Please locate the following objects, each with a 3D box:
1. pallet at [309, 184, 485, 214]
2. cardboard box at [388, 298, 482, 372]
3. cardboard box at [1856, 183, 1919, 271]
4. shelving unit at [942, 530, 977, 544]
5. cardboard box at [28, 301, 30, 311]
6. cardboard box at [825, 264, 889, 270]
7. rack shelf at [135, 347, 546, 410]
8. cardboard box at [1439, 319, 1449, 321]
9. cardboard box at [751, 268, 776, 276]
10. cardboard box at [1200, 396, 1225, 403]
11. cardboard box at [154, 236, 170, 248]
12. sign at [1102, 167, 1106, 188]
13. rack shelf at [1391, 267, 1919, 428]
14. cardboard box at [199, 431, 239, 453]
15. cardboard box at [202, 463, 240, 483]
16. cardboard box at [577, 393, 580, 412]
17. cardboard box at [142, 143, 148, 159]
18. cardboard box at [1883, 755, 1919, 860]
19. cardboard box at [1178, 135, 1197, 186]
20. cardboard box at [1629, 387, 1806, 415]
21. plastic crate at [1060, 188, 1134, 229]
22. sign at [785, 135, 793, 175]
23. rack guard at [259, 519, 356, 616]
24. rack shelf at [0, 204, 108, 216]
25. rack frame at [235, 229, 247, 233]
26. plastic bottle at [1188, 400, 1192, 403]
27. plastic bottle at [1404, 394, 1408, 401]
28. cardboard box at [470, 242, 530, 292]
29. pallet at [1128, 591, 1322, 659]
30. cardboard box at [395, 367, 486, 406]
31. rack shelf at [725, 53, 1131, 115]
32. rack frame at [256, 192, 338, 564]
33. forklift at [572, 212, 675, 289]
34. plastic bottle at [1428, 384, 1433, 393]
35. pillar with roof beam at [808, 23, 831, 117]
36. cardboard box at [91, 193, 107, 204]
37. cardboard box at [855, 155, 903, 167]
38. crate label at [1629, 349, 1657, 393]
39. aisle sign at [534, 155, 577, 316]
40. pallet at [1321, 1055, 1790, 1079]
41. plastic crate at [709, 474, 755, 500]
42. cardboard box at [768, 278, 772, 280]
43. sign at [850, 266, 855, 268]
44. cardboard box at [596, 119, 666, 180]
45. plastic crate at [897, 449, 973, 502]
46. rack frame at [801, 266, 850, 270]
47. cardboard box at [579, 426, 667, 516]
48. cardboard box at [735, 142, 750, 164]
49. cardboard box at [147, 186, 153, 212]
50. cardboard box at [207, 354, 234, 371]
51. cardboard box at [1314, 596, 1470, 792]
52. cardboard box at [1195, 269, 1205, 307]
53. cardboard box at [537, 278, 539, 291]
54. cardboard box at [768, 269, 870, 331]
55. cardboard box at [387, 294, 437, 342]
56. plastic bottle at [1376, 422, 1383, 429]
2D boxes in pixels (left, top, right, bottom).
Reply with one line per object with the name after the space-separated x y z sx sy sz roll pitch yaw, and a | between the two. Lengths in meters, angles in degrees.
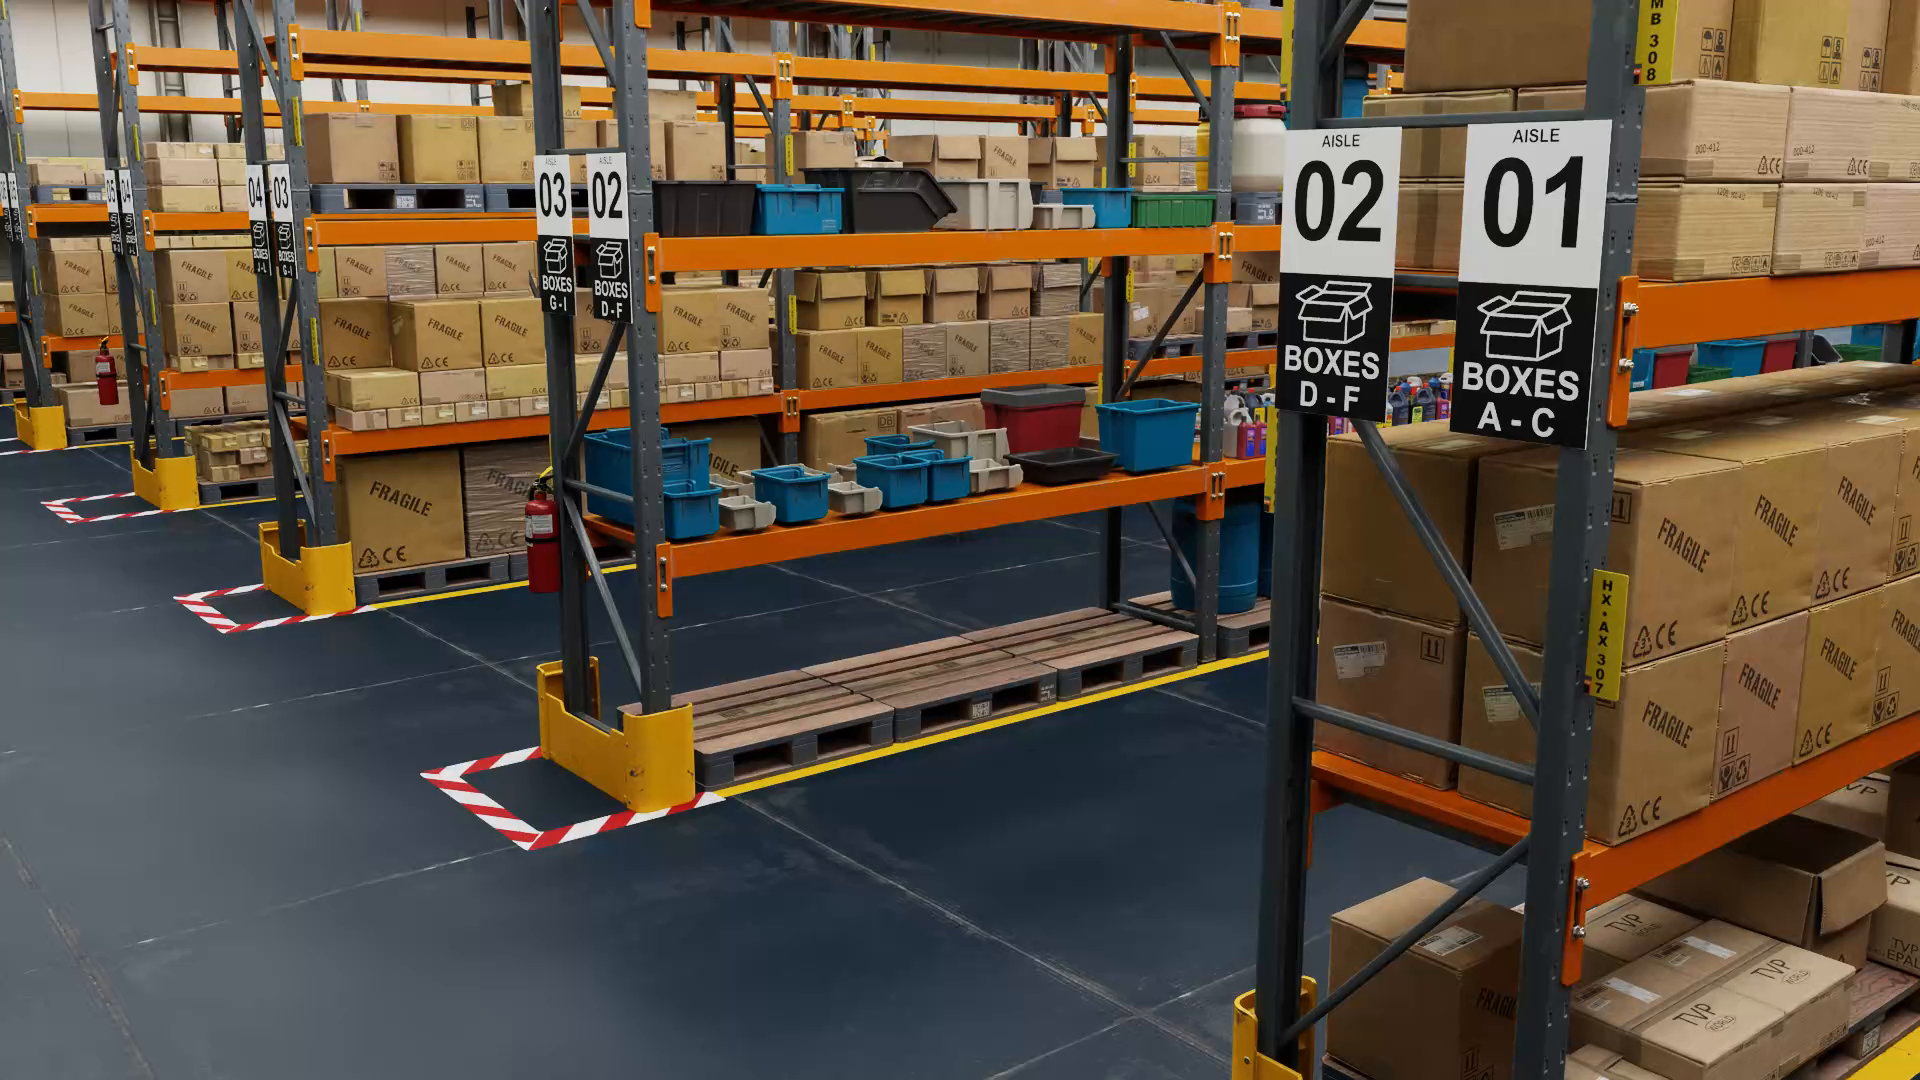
-4.326 -2.554 12.425 1.213 0.211 1.003 -9 15 -38 | pallet
-3.965 -1.554 12.565 0.500 0.500 0.500 -10 16 -39 | cardboard box
2.634 -0.972 5.123 0.500 0.250 0.500 -9 15 -38 | cardboard box
-0.006 -0.439 14.530 0.210 0.900 0.258 -9 15 -38 | shelving unit
-13.413 -3.399 24.020 0.250 0.149 0.380 -10 15 -38 | cardboard box
-1.315 -3.482 21.158 0.500 0.500 0.700 -10 15 -38 | cardboard box
-6.357 -1.757 17.413 4.000 0.370 1.077 -9 15 -38 | rack shelf
5.601 -2.972 20.447 0.500 0.500 0.875 -9 15 -38 | cardboard box
-3.139 -4.300 25.691 0.500 0.500 0.500 -10 16 -40 | cardboard box
2.722 -1.301 18.494 0.500 0.500 0.700 -8 14 -33 | cardboard box
-9.839 -3.636 20.321 0.250 0.149 0.380 -9 15 -37 | cardboard box
0.976 -2.309 11.036 0.005 0.325 0.100 -9 15 -38 | sign
2.848 -0.799 5.682 4.000 0.370 1.077 -9 15 -38 | rack shelf
-7.297 -0.964 16.368 0.250 0.149 0.380 -10 16 -40 | cardboard box
-7.310 -0.676 16.445 0.250 0.149 0.380 -9 15 -37 | cardboard box
-3.216 -1.101 13.198 0.250 0.149 0.380 -10 16 -39 | cardboard box
-7.843 -3.774 16.155 0.250 0.149 0.380 -10 15 -38 | cardboard box
4.142 1.184 6.790 0.500 0.500 0.500 -9 15 -38 | cardboard box
2.274 -3.915 17.179 0.500 0.500 0.500 -9 15 -37 | cardboard box
2.659 -0.265 6.008 0.500 0.500 0.500 -9 15 -36 | cardboard box
0.807 -1.963 9.833 0.300 0.233 0.416 -9 15 -38 | plastic crate
-1.428 -3.220 13.914 0.005 0.325 0.100 -9 15 -38 | sign
-4.918 0.194 12.511 0.348 0.500 1.175 -9 15 -38 | rack guard
-12.632 -4.819 24.610 4.000 0.370 1.077 -9 15 -38 | rack shelf
-11.070 -3.963 26.069 0.127 3.000 1.000 -9 15 -38 | rack frame
1.576 -0.831 11.603 0.133 0.283 0.061 -9 15 -38 | plastic bottle
3.213 -0.908 11.964 0.133 0.283 0.061 -9 15 -38 | plastic bottle
-4.993 -2.947 17.922 0.500 0.500 0.500 -10 16 -40 | cardboard box
1.947 0.523 11.656 1.213 0.211 1.003 -9 15 -38 | pallet
-3.954 -1.191 12.661 0.500 0.250 0.500 -10 15 -38 | cardboard box
-0.214 -4.197 15.426 4.000 0.370 1.077 -9 15 -38 | rack shelf
-4.899 -1.032 12.266 0.127 3.000 1.000 -9 15 -38 | rack frame
-2.952 -1.885 16.452 1.130 2.935 3.031 12 17 43 | forklift
3.718 -1.142 13.265 0.097 0.201 0.097 0 12 0 | plastic bottle
-0.117 -7.812 29.754 0.548 9.000 9.100 -9 15 -38 | pillar with roof beam
-12.542 -4.975 24.219 0.250 0.149 0.380 -9 15 -38 | cardboard box
-0.863 -3.308 14.966 0.500 0.311 0.500 -10 16 -40 | cardboard box
5.387 -1.369 13.768 0.616 0.435 0.502 -9 15 -38 | crate label
-2.044 -1.538 8.393 0.004 0.787 0.394 -9 15 -38 | aisle sign
1.968 1.826 5.521 1.213 0.211 1.003 -9 15 -38 | pallet
-1.281 -0.264 9.141 0.243 0.136 0.396 -9 15 -38 | plastic crate
-2.170 -3.057 19.964 0.250 0.149 0.380 -9 15 -36 | cardboard box
-1.326 -3.328 20.484 0.005 0.325 0.100 -9 15 -38 | sign
-2.772 -3.141 13.485 0.500 0.500 0.700 -8 15 -35 | cardboard box
-0.144 -0.364 9.381 0.300 0.233 0.416 -9 15 -38 | plastic crate
-1.672 -2.887 21.005 0.127 3.000 1.000 -9 15 -38 | rack frame
-3.044 -0.527 13.995 0.875 0.875 0.875 -9 15 -38 | cardboard box
-2.737 -4.664 20.066 0.258 0.266 0.396 -9 15 -38 | cardboard box
-7.729 -3.345 16.300 0.500 0.250 0.500 -10 15 -39 | cardboard box
-7.288 -1.755 16.277 0.250 0.149 0.380 -9 15 -36 | cardboard box
1.466 0.424 5.168 0.500 0.500 0.500 -9 15 -36 | cardboard box
3.382 -3.816 25.018 0.550 0.550 0.875 -9 15 -38 | cardboard box
-5.848 -3.607 23.553 0.500 0.250 0.500 -10 16 -39 | cardboard box
-1.282 -2.175 14.992 0.637 0.503 0.797 -10 16 -39 | cardboard box
-5.792 -2.323 17.389 0.500 0.500 0.500 -10 15 -38 | cardboard box
2.930 -0.844 11.690 0.097 0.271 0.097 0 12 0 | plastic bottle
